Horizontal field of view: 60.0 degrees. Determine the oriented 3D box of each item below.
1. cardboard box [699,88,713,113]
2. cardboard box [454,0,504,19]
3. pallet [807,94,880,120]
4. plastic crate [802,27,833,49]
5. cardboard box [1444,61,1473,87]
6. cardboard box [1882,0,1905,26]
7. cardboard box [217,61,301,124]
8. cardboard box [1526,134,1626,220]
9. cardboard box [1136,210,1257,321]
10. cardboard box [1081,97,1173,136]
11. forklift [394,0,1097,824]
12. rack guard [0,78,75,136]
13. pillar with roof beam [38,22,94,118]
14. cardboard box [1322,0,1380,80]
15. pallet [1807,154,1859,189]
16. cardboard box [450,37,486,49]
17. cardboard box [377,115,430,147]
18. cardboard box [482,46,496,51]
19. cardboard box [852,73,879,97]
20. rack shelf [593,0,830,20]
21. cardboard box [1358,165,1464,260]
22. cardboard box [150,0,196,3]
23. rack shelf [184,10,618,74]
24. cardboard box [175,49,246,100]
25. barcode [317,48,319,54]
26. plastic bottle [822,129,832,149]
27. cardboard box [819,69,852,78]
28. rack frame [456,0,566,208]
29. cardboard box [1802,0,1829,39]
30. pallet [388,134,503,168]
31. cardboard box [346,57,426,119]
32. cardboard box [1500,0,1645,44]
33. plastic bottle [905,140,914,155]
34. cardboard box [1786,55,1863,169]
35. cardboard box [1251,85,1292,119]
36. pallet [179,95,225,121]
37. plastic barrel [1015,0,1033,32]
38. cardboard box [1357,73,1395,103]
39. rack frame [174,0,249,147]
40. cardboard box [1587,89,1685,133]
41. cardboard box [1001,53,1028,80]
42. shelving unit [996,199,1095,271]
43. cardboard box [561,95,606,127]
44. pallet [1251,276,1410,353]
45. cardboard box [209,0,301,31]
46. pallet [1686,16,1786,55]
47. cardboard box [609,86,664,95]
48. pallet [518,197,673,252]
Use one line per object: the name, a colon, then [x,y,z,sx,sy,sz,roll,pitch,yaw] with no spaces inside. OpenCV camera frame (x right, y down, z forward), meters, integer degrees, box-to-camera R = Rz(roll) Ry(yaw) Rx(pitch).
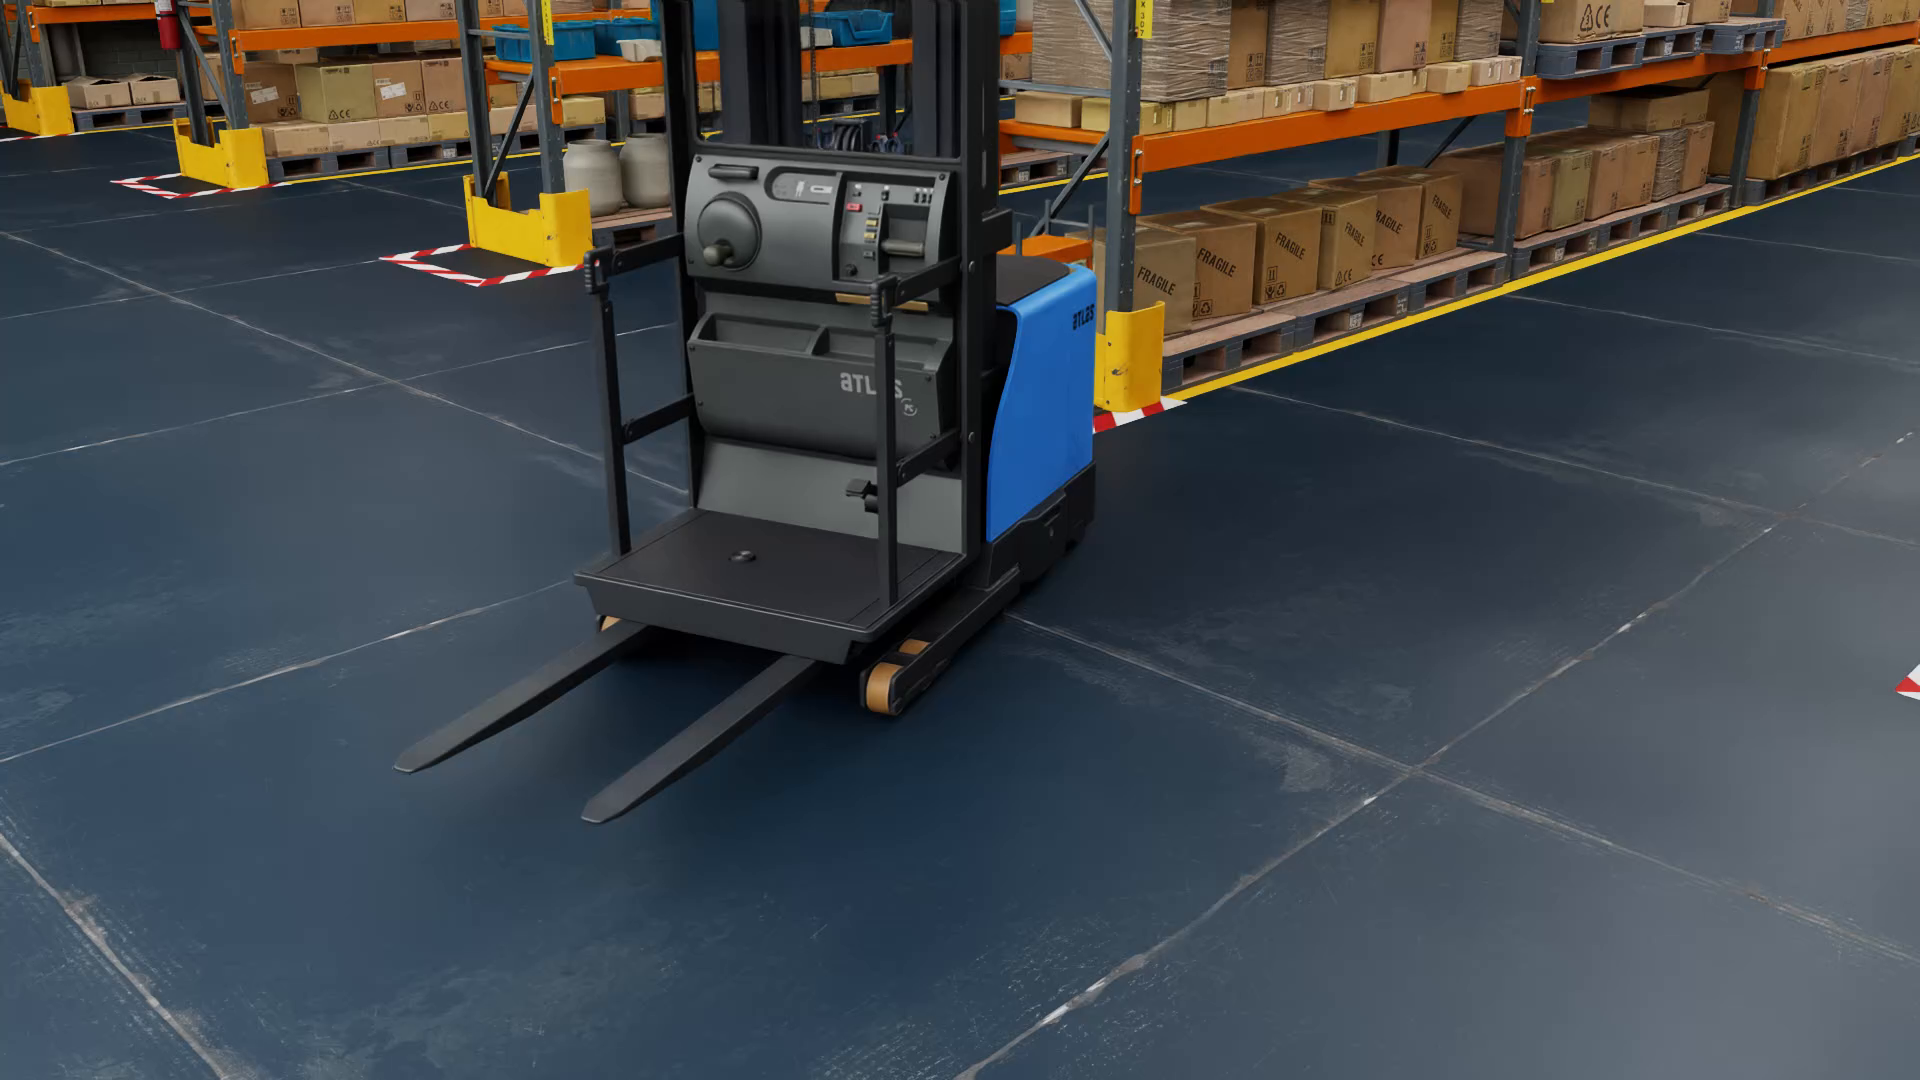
cardboard box: [-3.038,-4.784,18.087,0.500,0.250,0.500,-19,28,-41]
cardboard box: [-4.876,-5.364,16.211,0.500,0.500,0.700,-20,28,-41]
pallet: [-1.667,-5.223,19.870,1.003,0.211,1.213,19,28,41]
plastic crate: [-1.260,-3.854,12.788,0.530,0.136,0.437,19,28,41]
cardboard box: [2.902,-2.861,10.188,0.380,0.149,0.250,19,28,41]
cardboard box: [8.341,-5.007,15.282,0.500,0.500,0.500,-19,28,-40]
cardboard box: [-6.484,-4.145,15.381,0.500,0.500,0.500,19,28,41]
cardboard box: [4.420,-2.671,12.214,0.700,0.500,0.500,16,26,36]
cardboard box: [1.290,-1.538,9.294,0.500,0.500,0.500,-12,24,-28]
cardboard box: [0.820,-2.086,8.172,0.380,0.149,0.250,19,28,41]
forklift: [-0.552,-1.000,5.091,1.130,2.935,3.031,10,23,23]
rack guard: [-10.144,-4.762,18.267,1.175,0.500,0.348,19,28,41]
pillar with roof beam: [-7.244,-8.029,14.920,9.100,9.000,0.400,19,28,41]
cardboard box: [1.853,-2.912,9.416,0.875,0.500,0.500,19,28,41]
pallet: [7.486,-3.441,15.232,1.003,0.211,1.213,19,28,41]
cardboard box: [-6.580,-6.315,21.694,0.700,0.500,0.500,19,28,40]
cardboard box: [-5.416,-3.923,15.847,0.500,0.250,0.500,19,28,41]
cardboard box: [-4.746,-4.790,17.058,0.500,0.500,0.500,19,28,41]
cardboard box: [-1.257,-5.443,19.802,0.500,0.250,0.500,-19,28,-41]
rack shelf: [-2.459,-5.877,18.687,1.077,0.370,4.000,19,28,41]
cardboard box: [2.933,-2.155,10.898,0.500,0.500,0.500,18,28,39]
cardboard box: [-8.917,-6.161,18.604,0.500,0.250,0.500,19,28,40]
rack shelf: [-5.250,-4.849,16.011,1.077,0.370,4.000,19,28,41]
cardboard box: [-8.705,-5.426,19.381,0.700,0.500,0.500,17,27,37]
barcode: [-7.955,-6.047,20.550,0.001,0.075,0.075,19,28,41]
plastic bottle: [-1.065,-3.287,14.025,0.144,0.351,0.185,19,28,41]
cardboard box: [-1.611,-5.570,19.350,0.500,0.311,0.500,19,28,40]
rack frame: [-3.099,-3.430,11.317,1.000,3.000,0.127,19,28,41]
cardboard box: [6.923,-4.483,13.918,0.500,0.500,0.500,18,28,39]
pallet: [-5.291,-3.888,16.396,1.003,0.211,1.213,19,28,41]
cardboard box: [-5.425,-4.276,15.720,0.500,0.500,0.500,19,28,41]
cardboard box: [3.895,-3.864,11.024,1.000,1.000,1.000,19,28,41]
plastic bottle: [-0.408,-3.189,13.864,0.133,0.283,0.061,-18,28,-39]
cardboard box: [7.155,-3.850,14.787,1.225,0.875,0.875,19,28,41]
cardboard box: [1.532,-2.338,8.828,0.380,0.149,0.250,19,28,41]
pallet: [-8.701,-5.139,19.651,1.003,0.211,1.213,19,28,41]
plastic barrel: [0.516,-4.712,14.465,0.433,0.535,0.433,0,21,0]
cardboard box: [2.244,-2.590,9.483,0.380,0.149,0.250,19,28,41]
rack frame: [-6.645,-4.670,14.545,1.000,3.000,0.127,19,28,41]
cardboard box: [5.222,-3.316,12.848,0.500,0.250,0.500,-16,26,-36]
cardboard box: [0.533,-6.210,21.421,0.500,0.500,0.500,18,27,39]
shelving unit: [0.298,-0.761,6.883,0.258,1.200,0.503,16,26,36]
cardboard box: [-4.022,-4.437,17.185,0.500,0.250,0.500,19,28,41]
pallet: [1.946,-1.420,9.975,1.003,0.211,1.213,19,28,41]
cardboard box: [-6.310,-4.834,14.831,0.700,0.500,0.500,19,28,41]
pallet: [5.610,-3.947,12.930,1.213,0.211,1.003,19,28,41]
cardboard box: [-3.388,-4.917,17.651,0.500,0.311,0.500,19,28,41]
pallet: [-2.509,-2.367,12.438,1.003,0.211,1.213,19,28,41]
